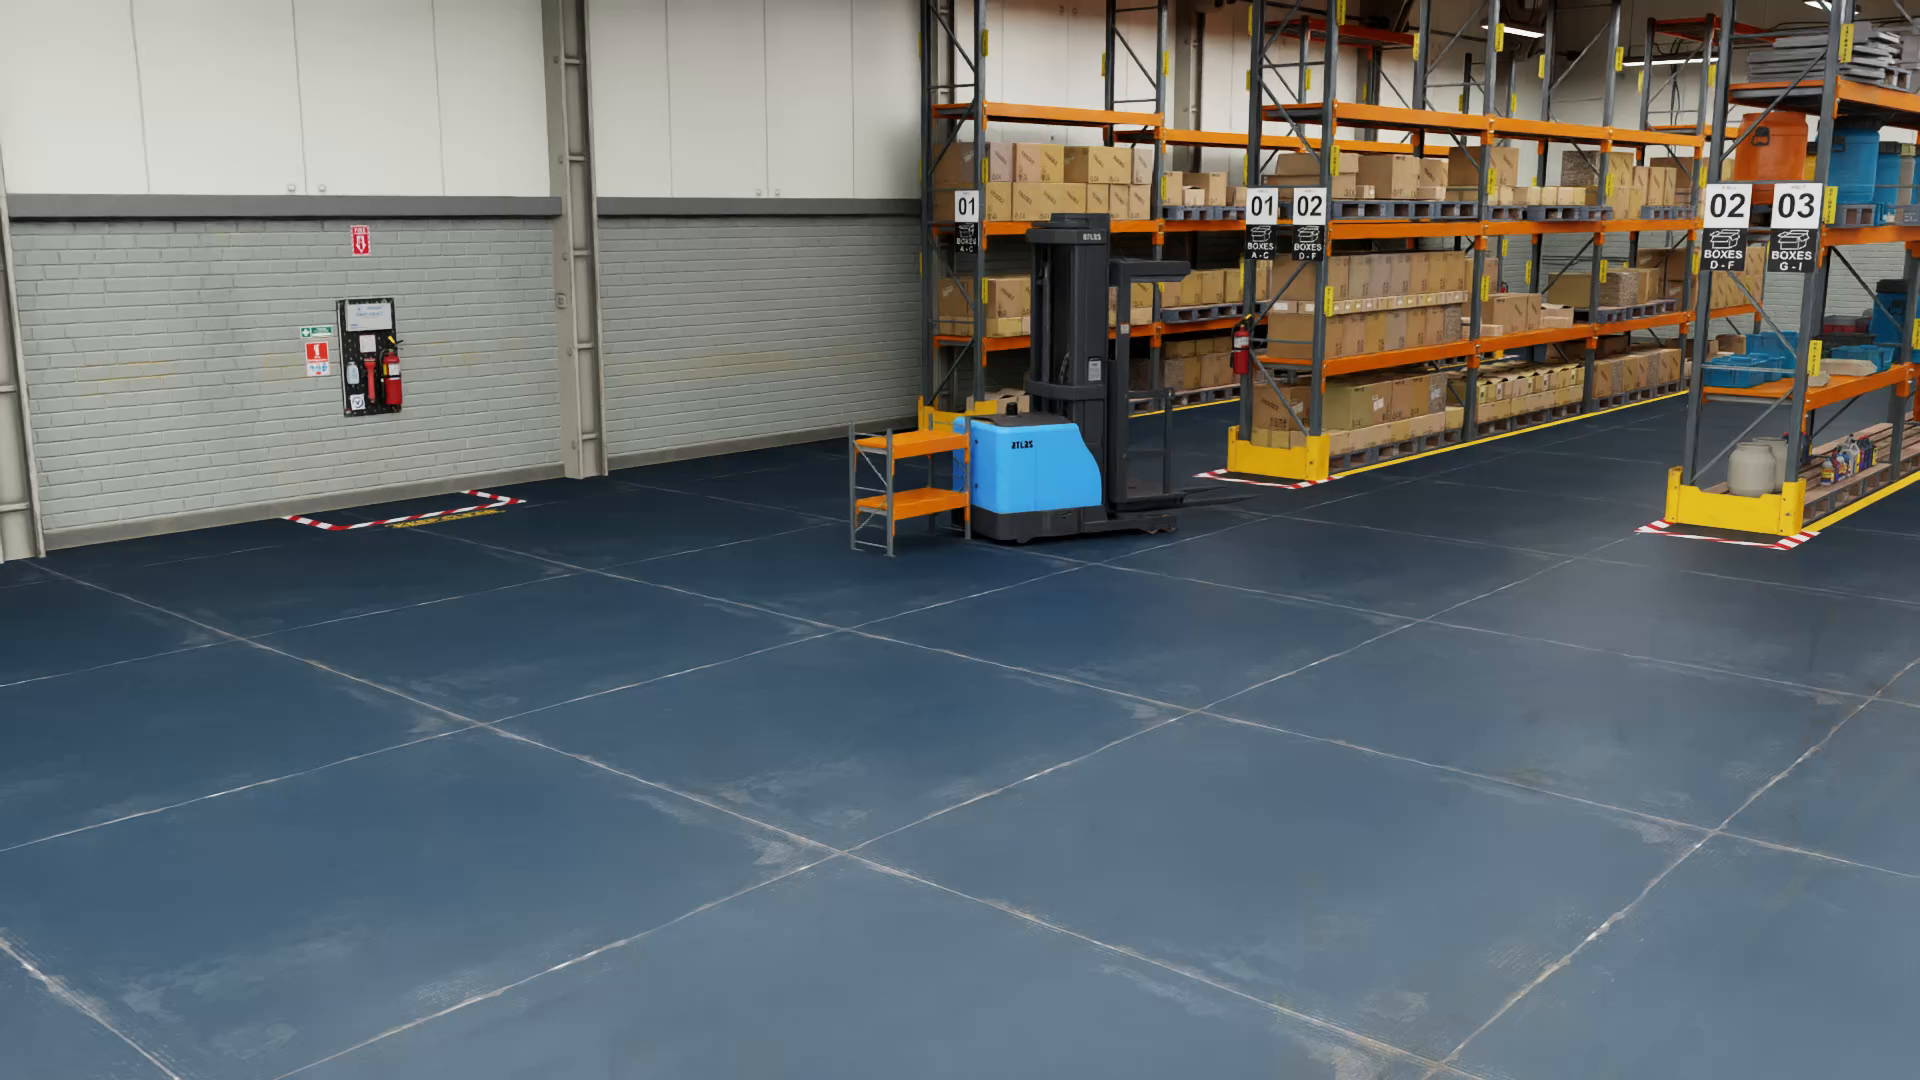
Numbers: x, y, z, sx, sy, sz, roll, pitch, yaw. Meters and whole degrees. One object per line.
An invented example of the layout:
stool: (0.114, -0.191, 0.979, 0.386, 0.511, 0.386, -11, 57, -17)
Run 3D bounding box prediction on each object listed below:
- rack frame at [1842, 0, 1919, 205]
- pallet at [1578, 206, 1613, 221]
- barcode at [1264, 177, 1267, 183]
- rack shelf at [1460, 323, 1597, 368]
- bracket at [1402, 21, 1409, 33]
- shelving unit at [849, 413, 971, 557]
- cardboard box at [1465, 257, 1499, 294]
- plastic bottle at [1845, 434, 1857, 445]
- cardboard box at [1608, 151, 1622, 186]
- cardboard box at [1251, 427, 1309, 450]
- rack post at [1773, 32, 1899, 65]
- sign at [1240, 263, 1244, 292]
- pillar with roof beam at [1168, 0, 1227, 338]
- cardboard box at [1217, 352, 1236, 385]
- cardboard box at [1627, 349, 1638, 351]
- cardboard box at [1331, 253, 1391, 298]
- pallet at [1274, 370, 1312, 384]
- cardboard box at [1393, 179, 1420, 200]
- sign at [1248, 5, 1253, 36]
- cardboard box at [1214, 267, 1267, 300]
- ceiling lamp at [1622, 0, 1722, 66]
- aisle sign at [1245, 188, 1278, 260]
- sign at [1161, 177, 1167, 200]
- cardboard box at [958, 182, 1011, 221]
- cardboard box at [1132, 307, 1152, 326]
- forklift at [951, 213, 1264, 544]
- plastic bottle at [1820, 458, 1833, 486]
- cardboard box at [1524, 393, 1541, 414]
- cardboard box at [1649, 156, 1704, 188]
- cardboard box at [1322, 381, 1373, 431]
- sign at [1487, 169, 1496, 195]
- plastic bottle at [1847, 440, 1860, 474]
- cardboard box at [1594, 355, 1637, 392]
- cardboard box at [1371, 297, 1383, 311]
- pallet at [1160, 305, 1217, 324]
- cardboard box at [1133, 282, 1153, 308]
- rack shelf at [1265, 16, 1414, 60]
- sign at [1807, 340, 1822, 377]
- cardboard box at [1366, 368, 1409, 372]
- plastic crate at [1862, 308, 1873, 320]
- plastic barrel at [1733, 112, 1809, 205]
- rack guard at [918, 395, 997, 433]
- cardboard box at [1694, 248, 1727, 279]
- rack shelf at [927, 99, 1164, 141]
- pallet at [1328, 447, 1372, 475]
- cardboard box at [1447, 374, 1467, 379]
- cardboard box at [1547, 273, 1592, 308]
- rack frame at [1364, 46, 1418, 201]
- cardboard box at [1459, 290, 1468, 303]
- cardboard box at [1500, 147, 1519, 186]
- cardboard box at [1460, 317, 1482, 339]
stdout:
rack frame: (9.990, -5.116, 17.848, 1.000, 3.000, 0.127, 10, 15, 40)
pallet: (8.532, -4.670, 23.758, 1.213, 0.211, 1.003, 11, 16, 43)
barcode: (3.468, -4.088, 18.882, 0.001, 0.075, 0.075, 10, 15, 40)
rack shelf: (7.592, -2.756, 23.188, 1.077, 0.370, 4.000, 10, 15, 40)
bracket: (8.182, -9.569, 30.953, 0.235, 0.232, 0.430, 10, 15, 40)
shelving unit: (-0.438, -0.511, 14.896, 0.538, 1.125, 1.048, 10, 15, 41)
cardboard box: (10.141, -5.291, 33.277, 0.980, 0.700, 0.700, 11, 16, 43)
plastic bottle: (9.673, -0.977, 18.084, 0.144, 0.351, 0.185, 10, 15, 40)
cardboard box: (9.542, -5.552, 24.883, 0.500, 0.500, 0.500, 10, 15, 40)
cardboard box: (3.764, -1.201, 19.513, 0.500, 0.250, 0.500, 10, 15, 40)
rack post: (8.605, -4.779, 16.356, 0.937, 0.300, 0.954, 9, 15, 39)
sign: (3.233, -2.982, 18.923, 0.100, 0.325, 0.005, 10, 15, 40)
pillar with roof beam: (6.915, -6.349, 24.023, 9.100, 9.000, 0.548, 10, 15, 40)
cardboard box: (4.019, -2.783, 26.744, 0.700, 0.500, 0.500, 10, 15, 40)
cardboard box: (10.707, -2.862, 27.141, 0.500, 0.500, 0.500, 10, 15, 41)
cardboard box: (4.659, -3.138, 19.699, 0.700, 0.500, 0.500, 10, 15, 41)
pallet: (5.766, -2.782, 28.600, 1.003, 0.211, 1.213, 10, 15, 40)
cardboard box: (5.385, -4.397, 20.707, 0.500, 0.311, 0.500, 9, 14, 37)
sign: (3.233, -5.737, 18.373, 0.100, 0.325, 0.005, 10, 15, 40)
cardboard box: (4.538, -4.152, 26.960, 0.700, 0.500, 0.500, 8, 14, 35)
ceiling lamp: (14.139, -11.093, 32.871, 2.000, 3.185, 0.800, 10, 15, 40)
aisle sign: (3.368, -3.529, 18.585, 0.394, 0.787, 0.004, 10, 15, 40)
sign: (2.961, -5.110, 24.159, 0.100, 0.325, 0.005, 10, 15, 40)
cardboard box: (0.317, -4.413, 21.681, 0.500, 0.500, 0.500, 10, 15, 42)
cardboard box: (2.463, -3.282, 24.316, 0.500, 0.250, 0.500, 10, 15, 40)
forklift: (1.473, -1.582, 15.648, 3.031, 2.935, 1.130, -6, 13, -26)
plastic bottle: (8.781, -0.689, 16.847, 0.097, 0.271, 0.097, 0, 11, 0)
cardboard box: (7.739, -1.926, 23.143, 0.500, 0.250, 0.500, 10, 15, 41)
cardboard box: (11.845, -6.078, 27.519, 0.700, 0.500, 0.500, 10, 15, 40)
cardboard box: (4.481, -1.575, 19.474, 0.500, 0.500, 0.500, 10, 15, 40)
sign: (6.690, -4.506, 20.934, 0.100, 0.325, 0.005, 10, 15, 40)
plastic bottle: (9.442, -0.883, 17.612, 0.144, 0.351, 0.185, 10, 15, 40)
cardboard box: (10.104, -2.574, 25.699, 0.500, 0.500, 0.500, 10, 15, 40)
cardboard box: (4.733, -2.775, 19.536, 0.380, 0.149, 0.250, 9, 14, 38)
pallet: (3.162, -3.454, 25.336, 1.003, 0.211, 1.213, 10, 15, 40)
cardboard box: (2.469, -3.649, 24.239, 0.500, 0.500, 0.500, 10, 15, 40)
rack shelf: (6.509, -8.556, 28.426, 1.077, 0.370, 4.000, 10, 15, 40)
sign: (7.760, -1.649, 15.103, 0.100, 0.325, 0.005, 10, 15, 40)
cardboard box: (5.406, -1.938, 21.287, 0.500, 0.500, 0.500, 10, 15, 40)
plastic crate: (11.334, -2.595, 20.384, 0.402, 0.464, 0.583, 10, 15, 40)
plastic barrel: (7.575, -3.561, 15.552, 0.600, 0.830, 0.708, 10, 15, 40)
rack guard: (-0.042, -1.651, 22.203, 1.175, 0.500, 0.348, 10, 15, 40)
cardboard box: (12.755, -4.715, 28.354, 0.500, 0.500, 0.500, 9, 15, 39)
rack shelf: (1.228, -5.748, 22.859, 1.077, 0.370, 4.000, 10, 15, 40)
pallet: (4.105, -0.977, 19.562, 1.003, 0.211, 1.213, 10, 15, 40)
cardboard box: (6.663, -2.121, 22.689, 0.500, 0.311, 0.500, 10, 15, 42)
cardboard box: (9.243, -3.765, 25.077, 0.700, 0.500, 0.500, 4, 12, 21)
rack frame: (7.829, -7.573, 30.154, 1.000, 3.000, 0.127, 10, 15, 40)
cardboard box: (6.253, -3.114, 21.232, 0.380, 0.149, 0.250, 10, 15, 40)
cardboard box: (7.067, -4.958, 22.114, 0.500, 0.500, 0.500, -10, 15, -42)
cardboard box: (6.564, -2.819, 22.050, 0.500, 0.250, 0.500, 11, 16, 44)
